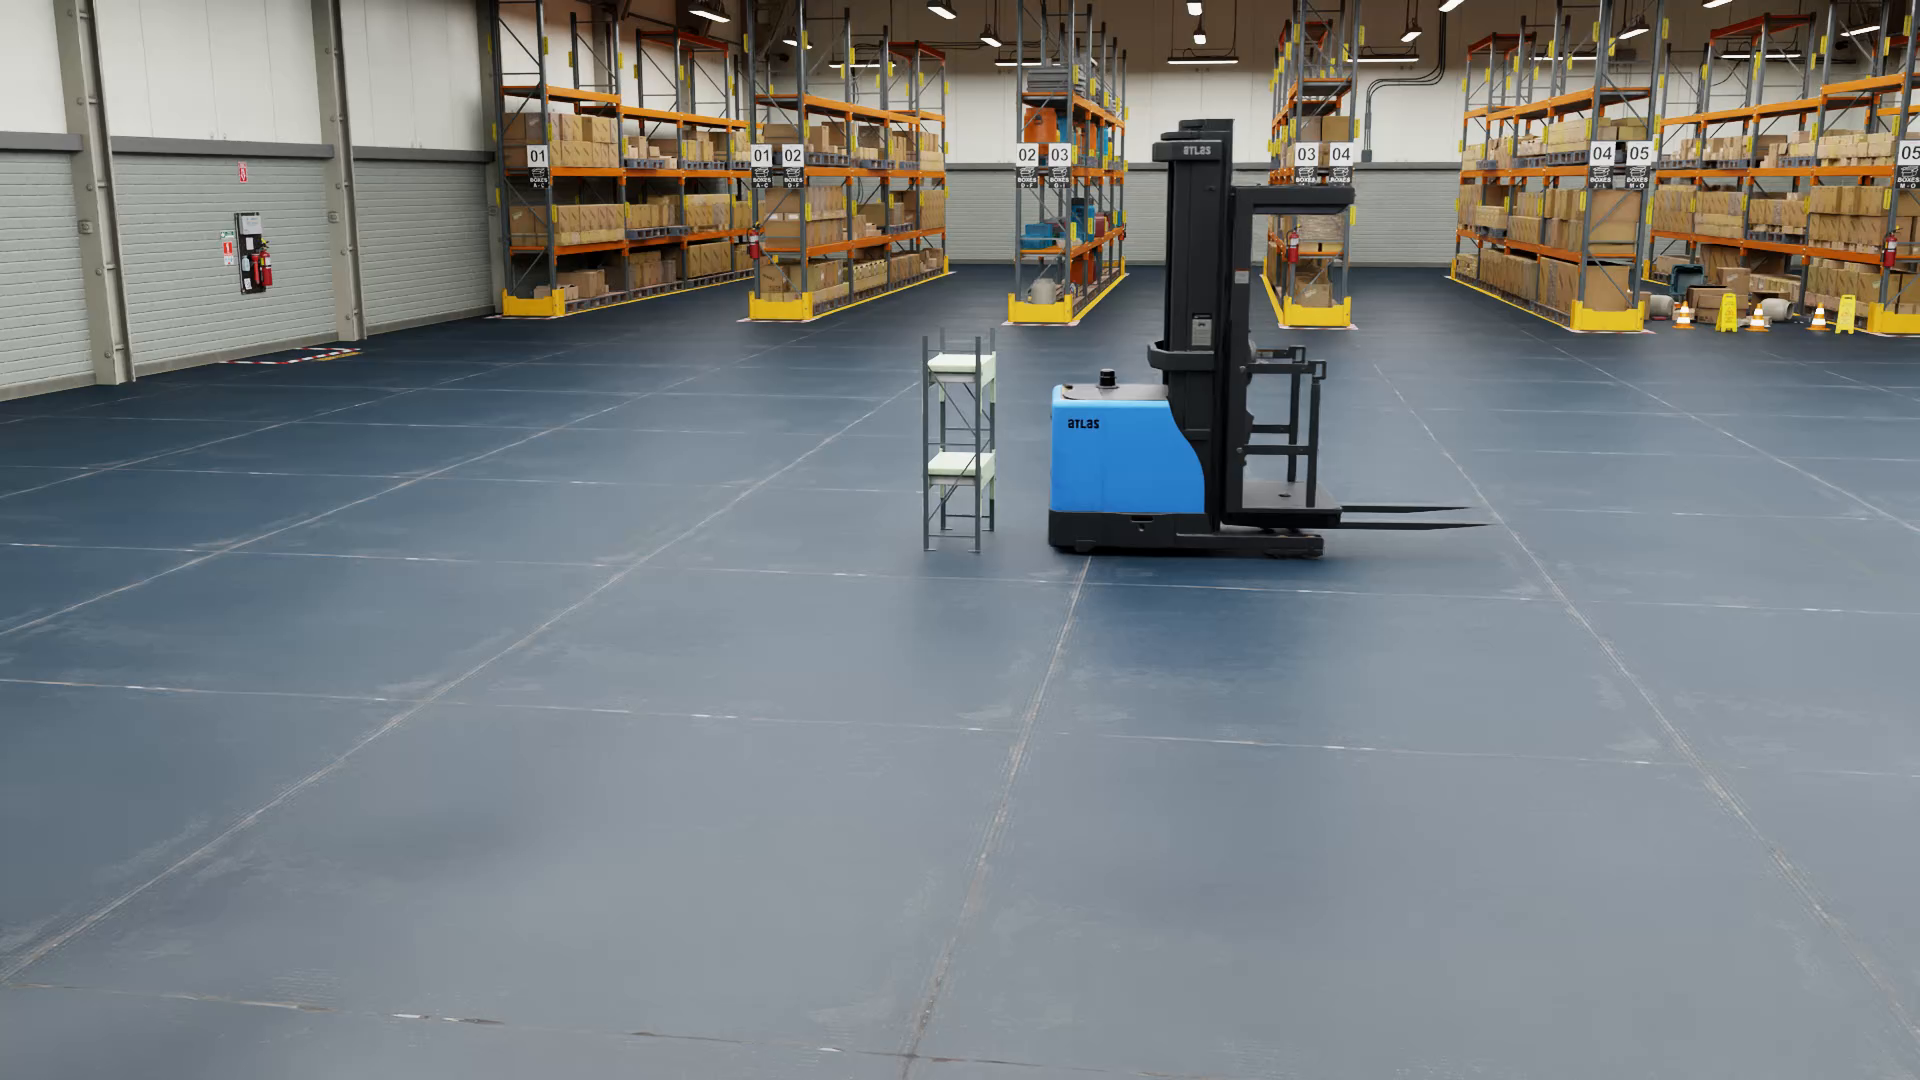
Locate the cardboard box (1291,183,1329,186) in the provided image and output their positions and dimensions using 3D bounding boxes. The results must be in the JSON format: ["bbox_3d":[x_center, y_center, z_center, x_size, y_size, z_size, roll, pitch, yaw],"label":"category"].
[{"bbox_3d":[7.289,-6.825,34.123,1.000,1.000,1.000,2,12,9],"label":"cardboard box"}]

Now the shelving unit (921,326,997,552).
[{"bbox_3d":[-0.001,-0.732,11.829,0.431,1.500,0.755,2,12,9],"label":"shelving unit"}]

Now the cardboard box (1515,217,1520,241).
[{"bbox_3d":[12.040,-6.570,35.123,0.500,0.500,0.500,2,12,9],"label":"cardboard box"}]

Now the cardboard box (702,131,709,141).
[{"bbox_3d":[-6.689,-10.231,42.164,0.500,0.250,0.500,3,12,13],"label":"cardboard box"}]

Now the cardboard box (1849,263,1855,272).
[{"bbox_3d":[16.103,-4.863,29.649,0.380,0.149,0.250,2,12,10],"label":"cardboard box"}]

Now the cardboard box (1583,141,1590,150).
[{"bbox_3d":[11.015,-6.829,28.805,0.380,0.149,0.250,2,12,9],"label":"cardboard box"}]

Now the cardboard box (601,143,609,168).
[{"bbox_3d":[-7.578,-7.954,34.378,0.500,0.500,0.500,1,12,4],"label":"cardboard box"}]

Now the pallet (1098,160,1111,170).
[{"bbox_3d":[2.964,-8.689,38.521,1.003,0.211,1.213,2,12,9],"label":"pallet"}]

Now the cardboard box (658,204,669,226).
[{"bbox_3d":[-7.161,-7.529,38.526,0.700,0.500,0.500,1,12,3],"label":"cardboard box"}]

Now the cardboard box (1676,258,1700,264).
[{"bbox_3d":[18.391,-6.777,41.403,0.875,0.438,0.875,2,12,7],"label":"cardboard box"}]

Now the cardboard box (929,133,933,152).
[{"bbox_3d":[-1.108,-10.673,44.669,0.700,0.500,0.500,2,12,9],"label":"cardboard box"}]

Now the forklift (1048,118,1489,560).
[{"bbox_3d":[2.154,-1.414,11.596,3.031,2.935,1.130,1,12,4],"label":"forklift"}]

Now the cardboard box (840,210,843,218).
[{"bbox_3d":[-2.629,-6.739,34.365,0.380,0.149,0.250,2,12,7],"label":"cardboard box"}]

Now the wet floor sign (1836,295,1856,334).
[{"bbox_3d":[15.119,-3.856,28.356,0.267,0.644,0.232,7,14,28],"label":"wet floor sign"}]

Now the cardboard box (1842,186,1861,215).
[{"bbox_3d":[16.130,-6.023,29.506,0.700,0.500,0.500,2,12,8],"label":"cardboard box"}]

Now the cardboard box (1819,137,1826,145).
[{"bbox_3d":[16.450,-7.523,31.366,0.380,0.149,0.250,2,12,8],"label":"cardboard box"}]

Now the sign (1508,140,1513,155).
[{"bbox_3d":[11.993,-8.554,36.218,0.100,0.325,0.005,2,12,9],"label":"sign"}]

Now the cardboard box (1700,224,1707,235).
[{"bbox_3d":[17.644,-7.246,38.852,0.500,0.250,0.500,2,12,7],"label":"cardboard box"}]

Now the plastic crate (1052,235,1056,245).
[{"bbox_3d":[1.647,-5.949,32.983,0.450,0.188,0.662,2,12,9],"label":"plastic crate"}]

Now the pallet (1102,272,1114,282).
[{"bbox_3d":[3.440,-6.783,42.966,1.003,0.211,1.213,2,12,9],"label":"pallet"}]

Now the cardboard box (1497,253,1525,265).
[{"bbox_3d":[12.375,-6.318,37.345,0.500,0.250,0.500,2,12,7],"label":"cardboard box"}]

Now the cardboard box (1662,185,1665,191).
[{"bbox_3d":[18.215,-9.025,42.602,0.380,0.149,0.250,2,12,10],"label":"cardboard box"}]

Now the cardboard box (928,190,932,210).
[{"bbox_3d":[-1.020,-8.994,43.997,0.500,0.500,0.500,2,12,7],"label":"cardboard box"}]

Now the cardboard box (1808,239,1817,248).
[{"bbox_3d":[16.455,-5.667,31.765,0.380,0.149,0.250,2,12,8],"label":"cardboard box"}]

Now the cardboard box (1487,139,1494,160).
[{"bbox_3d":[12.977,-9.295,39.648,0.700,0.500,0.500,2,12,9],"label":"cardboard box"}]

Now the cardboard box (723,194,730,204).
[{"bbox_3d":[-6.243,-8.778,42.833,0.500,0.250,0.500,2,12,10],"label":"cardboard box"}]

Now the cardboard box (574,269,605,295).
[{"bbox_3d":[-7.775,-5.423,34.927,0.500,0.500,0.500,1,12,4],"label":"cardboard box"}]

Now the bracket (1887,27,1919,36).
[{"bbox_3d":[24.063,-12.792,41.448,0.076,0.066,4.783,2,12,9],"label":"bracket"}]

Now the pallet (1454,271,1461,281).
[{"bbox_3d":[13.588,-6.935,43.673,1.003,0.211,1.213,2,12,9],"label":"pallet"}]

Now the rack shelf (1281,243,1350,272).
[{"bbox_3d":[6.721,-5.398,31.628,1.077,0.370,4.000,2,12,9],"label":"rack shelf"}]

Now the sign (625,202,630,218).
[{"bbox_3d":[-7.117,-7.055,35.553,0.100,0.325,0.005,2,12,9],"label":"sign"}]

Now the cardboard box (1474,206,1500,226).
[{"bbox_3d":[12.940,-7.954,40.836,0.500,0.500,0.500,2,12,9],"label":"cardboard box"}]

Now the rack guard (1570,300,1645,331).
[{"bbox_3d":[11.295,-3.925,29.018,1.175,0.500,0.348,2,12,9],"label":"rack guard"}]

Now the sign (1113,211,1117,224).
[{"bbox_3d":[3.908,-8.109,41.843,0.100,0.325,0.005,2,12,9],"label":"sign"}]

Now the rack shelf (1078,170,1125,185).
[{"bbox_3d":[3.673,-9.523,43.648,1.077,0.370,4.000,2,12,9],"label":"rack shelf"}]

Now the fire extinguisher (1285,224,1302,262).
[{"bbox_3d":[5.940,-5.287,29.588,0.296,0.674,0.183,2,12,9],"label":"fire extinguisher"}]

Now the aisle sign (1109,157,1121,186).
[{"bbox_3d":[4.281,-10.101,45.572,0.394,0.787,0.004,2,12,9],"label":"aisle sign"}]

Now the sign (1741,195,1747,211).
[{"bbox_3d":[16.887,-7.261,35.816,0.100,0.325,0.005,2,12,9],"label":"sign"}]

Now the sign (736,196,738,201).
[{"bbox_3d":[-6.357,-9.627,47.299,0.100,0.325,0.005,2,12,9],"label":"sign"}]

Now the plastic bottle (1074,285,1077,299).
[{"bbox_3d":[2.307,-4.995,33.454,0.061,0.283,0.133,3,12,12],"label":"plastic bottle"}]

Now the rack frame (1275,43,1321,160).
[{"bbox_3d":[8.259,-10.764,40.580,1.000,3.000,0.127,2,12,9],"label":"rack frame"}]

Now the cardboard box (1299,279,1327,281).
[{"bbox_3d":[6.699,-4.701,31.625,0.500,0.500,0.500,3,13,14],"label":"cardboard box"}]

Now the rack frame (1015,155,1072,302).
[{"bbox_3d":[1.519,-5.494,30.365,1.000,3.000,0.127,2,12,9],"label":"rack frame"}]

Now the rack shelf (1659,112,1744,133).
[{"bbox_3d":[18.359,-10.312,41.140,1.077,0.370,4.000,2,12,9],"label":"rack shelf"}]

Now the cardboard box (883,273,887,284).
[{"bbox_3d":[-1.984,-6.064,38.542,0.500,0.250,0.500,2,12,10],"label":"cardboard box"}]

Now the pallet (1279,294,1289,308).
[{"bbox_3d":[7.147,-4.965,34.530,1.003,0.211,1.213,2,12,9],"label":"pallet"}]

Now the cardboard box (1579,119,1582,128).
[{"bbox_3d":[11.095,-7.325,29.214,0.380,0.149,0.250,2,12,10],"label":"cardboard box"}]

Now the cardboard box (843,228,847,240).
[{"bbox_3d":[-2.727,-6.518,35.475,0.500,0.250,0.500,3,12,12],"label":"cardboard box"}]

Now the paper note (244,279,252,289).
[{"bbox_3d":[-10.453,-3.761,24.416,0.016,0.148,0.142,2,12,9],"label":"paper note"}]

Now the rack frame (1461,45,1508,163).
[{"bbox_3d":[13.760,-11.415,43.600,1.000,3.000,0.127,2,12,9],"label":"rack frame"}]

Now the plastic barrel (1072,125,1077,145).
[{"bbox_3d":[2.199,-8.423,35.648,0.600,0.901,0.708,2,12,9],"label":"plastic barrel"}]

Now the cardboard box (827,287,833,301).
[{"bbox_3d":[-2.840,-4.933,33.292,0.500,0.250,0.500,2,12,9],"label":"cardboard box"}]
